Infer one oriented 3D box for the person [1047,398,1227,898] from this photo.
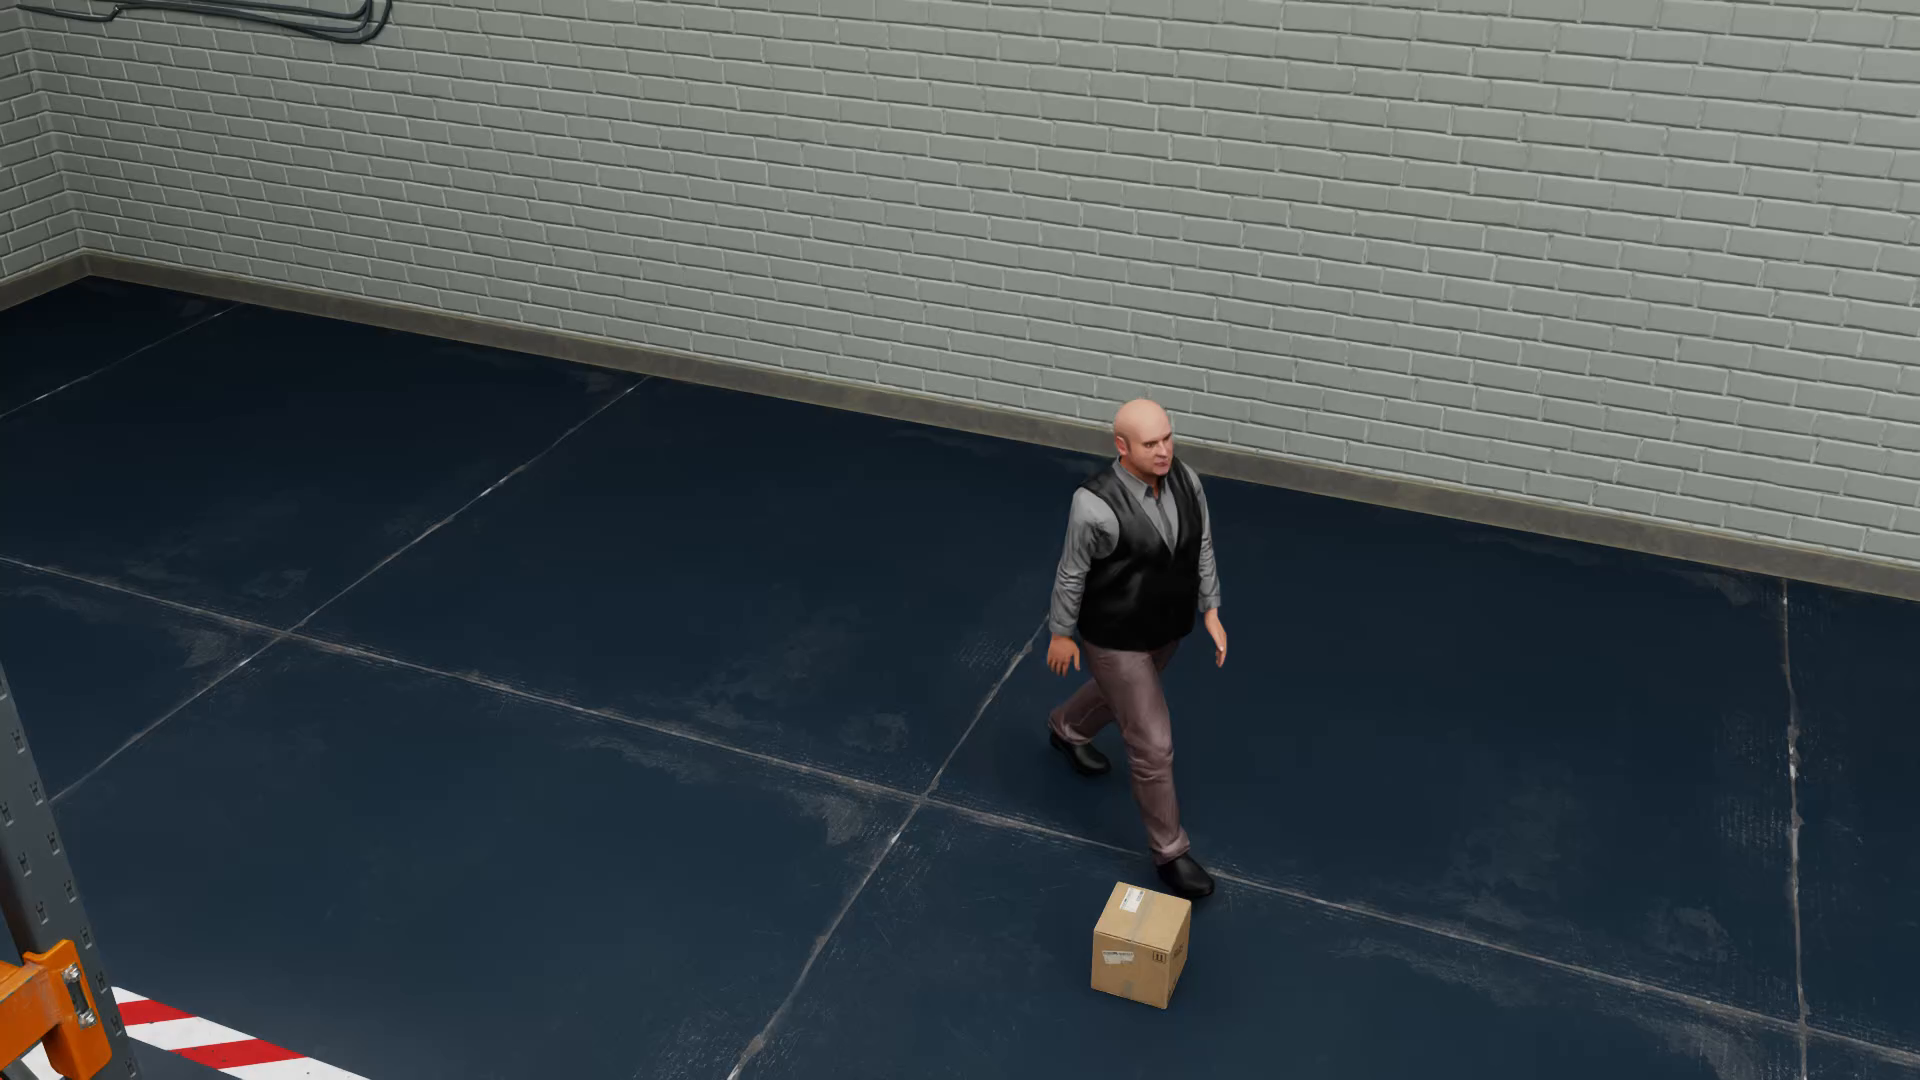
[{"bbox_3d":[0.616,0.306,5.638,0.559,1.685,1.024,-23,36,-34],"label":"person"}]
